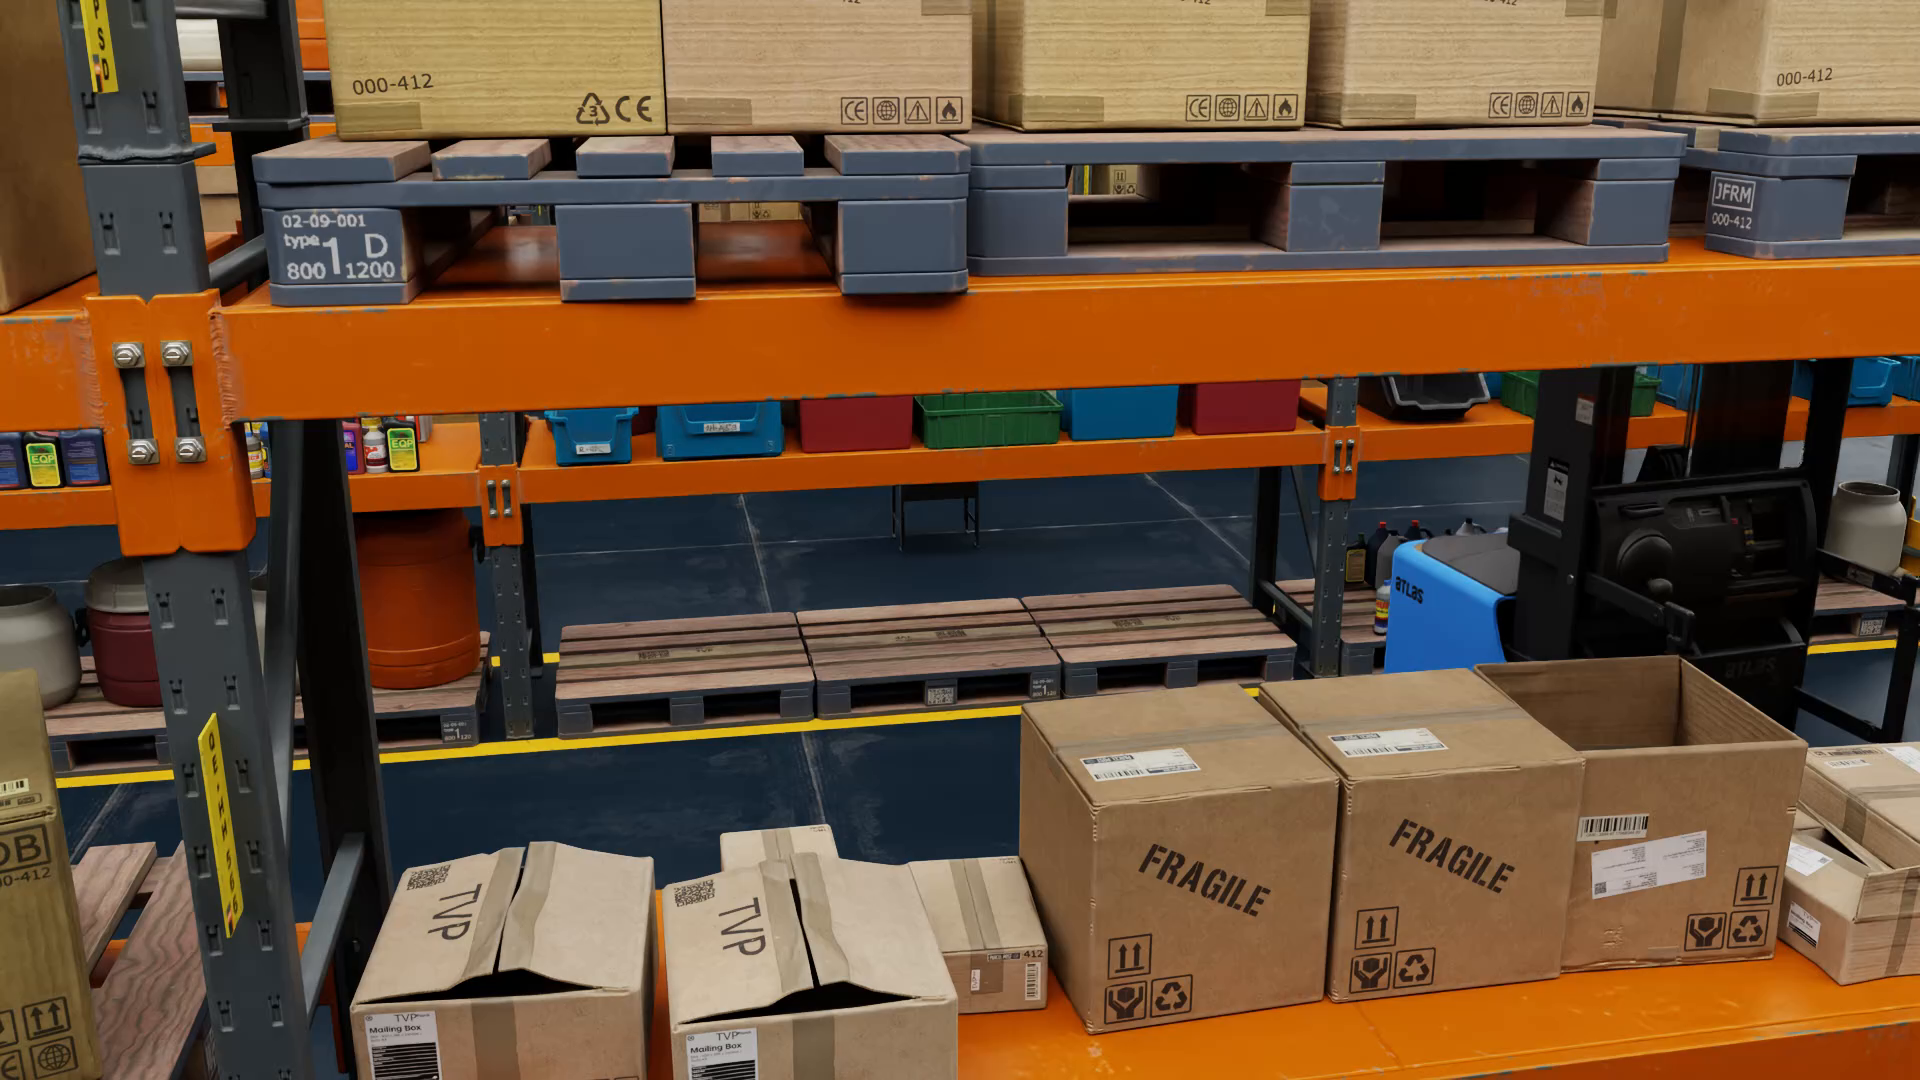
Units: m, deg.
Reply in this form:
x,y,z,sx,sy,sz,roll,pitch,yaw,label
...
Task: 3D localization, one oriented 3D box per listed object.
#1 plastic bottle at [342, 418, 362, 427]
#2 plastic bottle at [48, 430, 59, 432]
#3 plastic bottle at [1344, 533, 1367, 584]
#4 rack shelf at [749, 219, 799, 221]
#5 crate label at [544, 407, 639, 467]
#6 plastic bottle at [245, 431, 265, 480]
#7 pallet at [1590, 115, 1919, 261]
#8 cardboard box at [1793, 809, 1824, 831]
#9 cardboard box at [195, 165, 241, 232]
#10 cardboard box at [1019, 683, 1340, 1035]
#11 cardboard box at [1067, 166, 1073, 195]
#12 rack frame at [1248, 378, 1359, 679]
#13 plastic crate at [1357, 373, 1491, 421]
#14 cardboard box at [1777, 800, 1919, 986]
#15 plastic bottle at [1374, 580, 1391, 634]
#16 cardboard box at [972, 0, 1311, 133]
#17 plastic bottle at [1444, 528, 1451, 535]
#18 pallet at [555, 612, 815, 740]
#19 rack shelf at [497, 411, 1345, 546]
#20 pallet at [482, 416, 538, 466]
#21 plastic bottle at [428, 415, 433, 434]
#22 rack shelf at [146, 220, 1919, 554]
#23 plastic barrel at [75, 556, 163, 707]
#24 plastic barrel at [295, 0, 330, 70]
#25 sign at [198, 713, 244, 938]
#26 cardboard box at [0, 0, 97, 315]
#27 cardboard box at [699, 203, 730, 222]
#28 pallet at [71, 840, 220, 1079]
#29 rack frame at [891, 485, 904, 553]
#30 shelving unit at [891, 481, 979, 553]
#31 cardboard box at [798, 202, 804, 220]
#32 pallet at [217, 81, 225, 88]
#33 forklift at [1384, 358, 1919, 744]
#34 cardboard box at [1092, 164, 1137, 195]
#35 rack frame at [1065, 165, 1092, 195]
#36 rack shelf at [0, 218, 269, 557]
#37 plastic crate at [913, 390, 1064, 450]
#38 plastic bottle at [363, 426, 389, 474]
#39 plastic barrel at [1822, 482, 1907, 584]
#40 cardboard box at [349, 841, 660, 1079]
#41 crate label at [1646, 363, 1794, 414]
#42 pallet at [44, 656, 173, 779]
x,y,z,sx,sy,sz,roll,pitch,yaw,label
-2.966,-0.651,8.021,0.133,0.283,0.061,-3,17,-10,plastic bottle
-4.154,-0.603,7.751,0.185,0.351,0.144,-3,17,-10,plastic bottle
2.188,0.101,9.252,0.133,0.283,0.061,-2,17,-8,plastic bottle
-1.966,-3.274,17.586,4.000,0.370,1.077,-3,17,-10,rack shelf
-1.664,-0.478,7.545,0.416,0.233,0.303,-3,17,-10,crate label
-3.095,-0.372,7.253,0.097,0.201,0.097,0,17,0,plastic bottle
1.851,-0.727,3.287,1.217,0.209,0.805,-4,18,-13,pallet
1.806,0.673,3.939,0.250,0.149,0.380,-3,17,-10,cardboard box
-5.107,-2.487,11.922,0.637,0.503,0.797,-3,17,-9,cardboard box
0.432,0.639,3.451,0.500,0.500,0.500,-4,18,-13,cardboard box
0.893,-3.862,18.020,0.550,0.550,0.875,-3,17,-10,cardboard box
1.779,-0.866,8.521,0.127,3.000,1.000,-3,17,-10,rack frame
2.317,-0.828,8.506,0.504,0.338,0.767,-3,17,-10,plastic crate
1.886,0.729,3.559,0.258,0.266,0.396,-4,17,-12,cardboard box
2.175,0.337,8.503,0.097,0.271,0.097,0,17,0,plastic bottle
0.297,-0.882,3.006,0.500,0.250,0.500,-4,17,-12,cardboard box
2.697,0.072,9.346,0.133,0.283,0.061,-2,17,-7,plastic bottle
-1.381,0.658,8.309,1.213,0.211,1.003,-3,17,-10,pallet
-0.185,-0.410,8.264,4.000,0.370,1.077,-3,17,-10,rack shelf
-3.877,-0.715,12.782,1.213,0.211,1.003,-3,17,-10,pallet
-2.635,-0.653,8.039,0.135,0.276,0.152,-3,17,-10,plastic bottle
0.751,-0.416,3.174,4.000,0.370,1.077,-3,17,-10,rack shelf
-3.735,0.404,7.779,0.708,0.588,0.600,-3,17,-10,plastic barrel
-2.707,-2.452,7.130,0.708,0.830,0.600,-3,17,-10,plastic barrel
-1.100,0.426,2.480,0.005,0.325,0.100,-3,17,-10,sign
-1.635,-0.662,2.580,0.500,0.500,0.910,-3,17,-10,cardboard box
-2.037,-2.421,12.699,0.500,0.500,0.700,-1,17,-2,cardboard box
-1.865,0.935,2.985,1.003,0.211,1.213,-3,17,-10,pallet
-0.402,-0.981,10.429,0.015,2.100,0.400,-3,17,-10,rack frame
-0.163,-0.995,10.473,0.503,2.100,0.431,-3,17,-10,shelving unit
-1.457,-3.614,17.300,0.500,0.500,0.500,-3,17,-10,cardboard box
-4.808,-3.300,11.660,1.213,0.211,1.003,-2,17,-8,pallet
2.757,0.004,5.808,1.130,2.935,3.031,-5,18,-16,forklift
1.329,-2.913,12.808,0.500,0.500,0.500,-3,17,-10,cardboard box
0.839,-2.293,13.170,0.127,3.000,1.000,-3,17,-10,rack frame
-3.176,-0.193,2.449,4.000,0.370,1.077,-3,17,-10,rack shelf
0.122,-0.586,7.971,0.662,0.188,0.450,-3,17,-10,plastic crate
-2.582,-0.401,7.347,0.097,0.201,0.097,0,17,0,plastic bottle
5.074,-0.041,9.359,0.421,0.512,0.421,0,17,0,plastic barrel
-0.847,0.820,3.184,0.500,0.311,0.500,-2,17,-7,cardboard box
3.950,-0.925,8.654,0.616,0.435,0.502,-3,17,-10,crate label
-4.110,0.813,7.805,1.213,0.211,1.003,-3,17,-10,pallet
